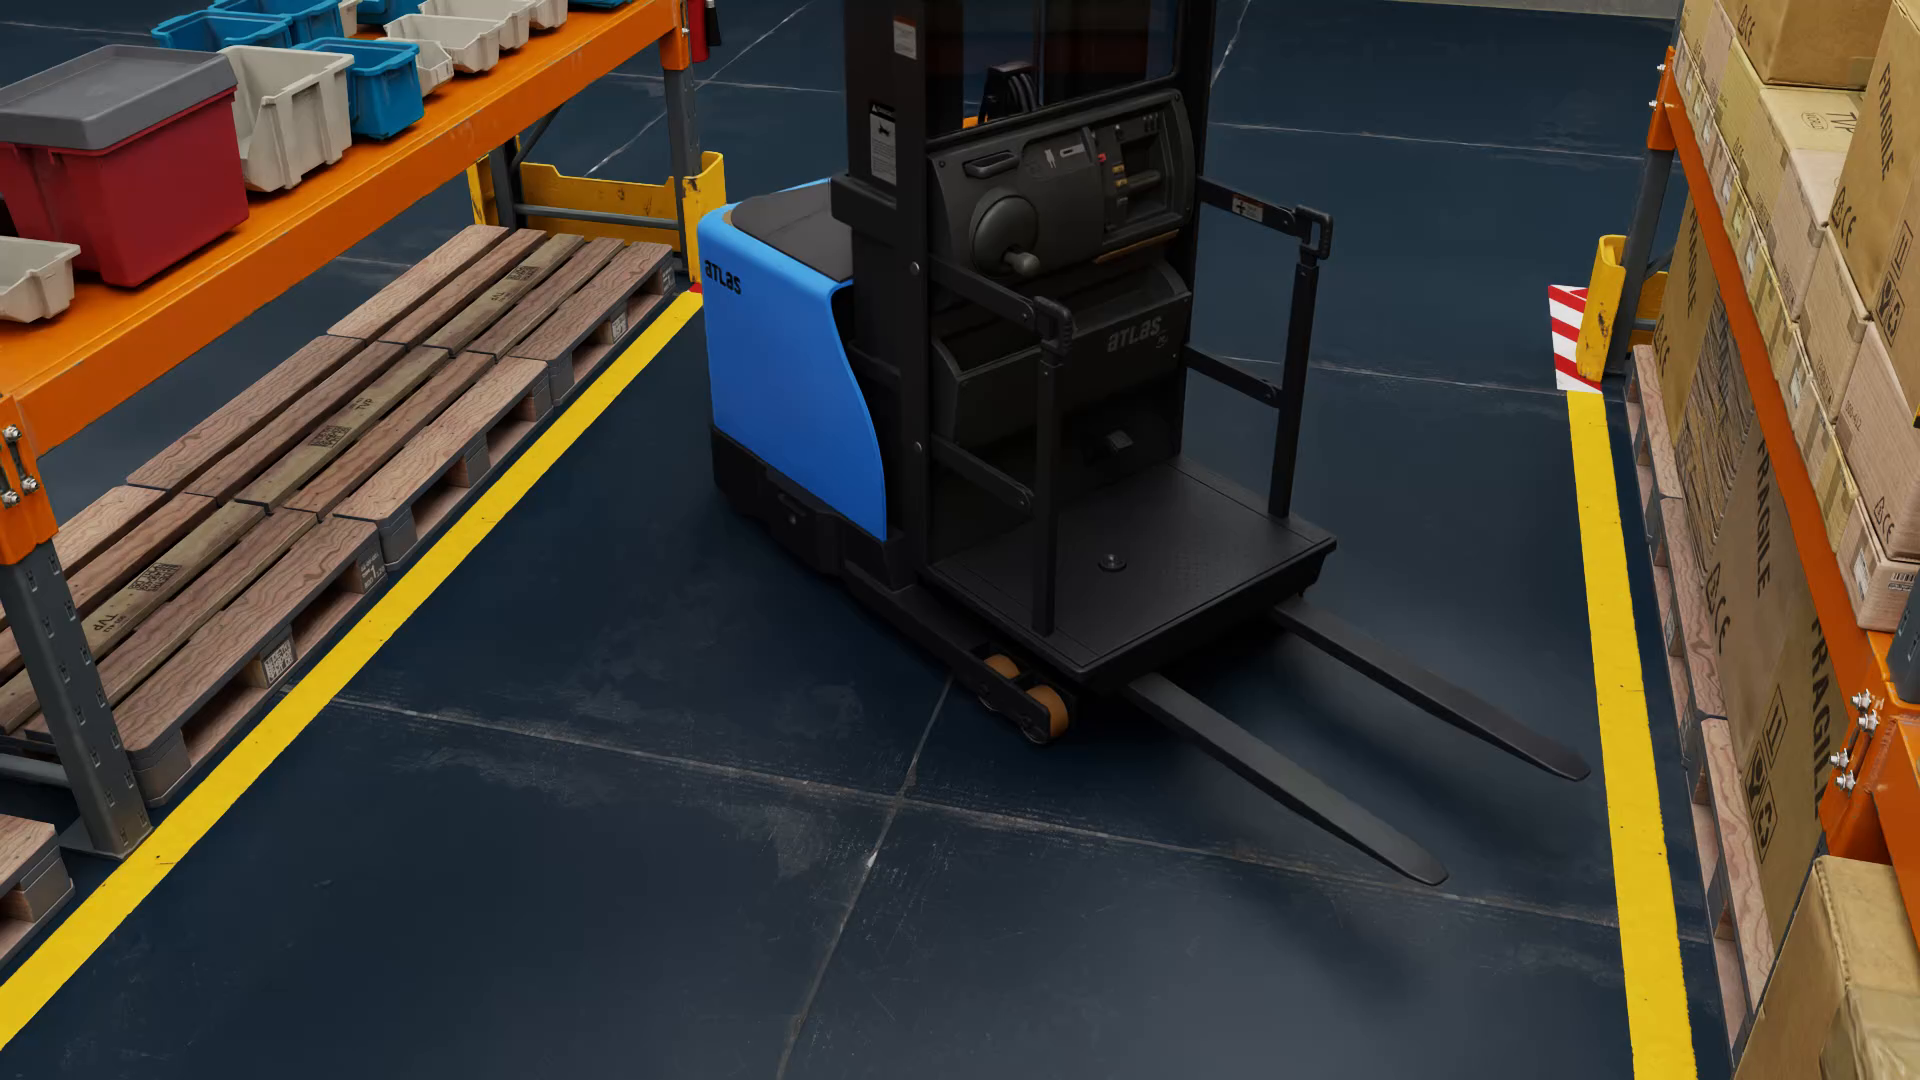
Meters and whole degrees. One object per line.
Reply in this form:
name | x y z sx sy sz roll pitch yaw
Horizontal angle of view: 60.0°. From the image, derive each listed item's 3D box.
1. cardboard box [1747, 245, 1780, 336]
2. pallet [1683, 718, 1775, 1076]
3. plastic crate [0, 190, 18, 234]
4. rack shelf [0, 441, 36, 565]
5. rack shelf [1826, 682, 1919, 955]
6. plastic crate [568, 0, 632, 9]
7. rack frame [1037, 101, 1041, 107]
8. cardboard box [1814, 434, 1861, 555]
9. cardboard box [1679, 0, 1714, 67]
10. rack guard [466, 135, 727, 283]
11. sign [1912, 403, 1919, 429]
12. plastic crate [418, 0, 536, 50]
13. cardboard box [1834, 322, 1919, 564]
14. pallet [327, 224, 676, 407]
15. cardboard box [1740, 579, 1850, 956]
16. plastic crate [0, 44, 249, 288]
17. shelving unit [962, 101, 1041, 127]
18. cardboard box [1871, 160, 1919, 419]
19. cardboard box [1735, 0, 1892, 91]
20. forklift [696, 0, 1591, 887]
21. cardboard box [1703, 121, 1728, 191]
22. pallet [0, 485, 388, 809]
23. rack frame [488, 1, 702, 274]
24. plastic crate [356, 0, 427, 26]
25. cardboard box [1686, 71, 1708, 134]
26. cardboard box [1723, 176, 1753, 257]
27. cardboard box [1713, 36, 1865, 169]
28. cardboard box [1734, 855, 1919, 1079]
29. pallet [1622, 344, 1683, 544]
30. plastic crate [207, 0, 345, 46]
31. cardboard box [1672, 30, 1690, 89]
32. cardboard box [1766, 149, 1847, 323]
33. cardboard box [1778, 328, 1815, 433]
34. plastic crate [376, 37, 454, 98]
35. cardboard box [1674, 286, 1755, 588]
cardboard box | 2.195 -0.602 4.135 0.380 0.149 0.250 7 33 12
pallet | 2.377 0.955 4.051 1.003 0.211 1.213 8 33 12
plastic crate | -2.658 -1.039 4.789 0.437 0.125 0.590 8 33 12
rack shelf | -3.190 0.829 2.320 1.077 0.370 4.000 8 33 12
rack shelf | 1.601 1.504 1.259 1.077 0.370 4.000 8 33 12
plastic crate | -1.571 -2.429 6.686 0.616 0.435 0.499 8 33 12
rack frame | 0.277 -1.219 6.549 0.015 1.200 0.240 -17 36 -25
cardboard box | 1.934 -0.069 3.296 0.380 0.149 0.250 9 33 13
cardboard box | 2.741 -1.763 5.591 0.500 0.250 0.500 7 33 11
rack guard | -1.674 -1.547 7.718 1.175 0.500 0.348 8 33 12
sign | 1.571 -0.311 2.563 0.100 0.325 0.005 8 33 12
plastic crate | -1.786 -1.906 6.142 0.396 0.136 0.243 8 33 12
cardboard box | 1.967 -0.165 3.076 0.500 0.250 0.500 7 33 11
pallet | -1.914 -0.988 7.108 1.003 0.211 1.213 8 33 12
cardboard box | 2.354 0.550 3.678 0.875 0.875 0.875 8 33 12
plastic crate | -2.213 -0.994 4.402 0.402 0.464 0.583 8 33 12
shelving unit | 0.067 -1.153 6.445 0.503 1.200 0.258 -17 36 -25
cardboard box | 1.967 -0.492 2.891 0.500 0.500 0.500 9 34 14
cardboard box | 2.488 -1.551 4.557 0.500 0.500 0.500 7 33 11
forklift | 0.444 -0.953 4.518 1.130 2.935 3.031 -24 39 -32
cardboard box | 2.456 -1.135 4.973 0.380 0.149 0.250 7 33 11
pallet | -2.533 0.278 5.116 1.003 0.211 1.213 8 33 12
rack frame | -1.667 -2.588 7.025 1.000 3.000 0.127 8 33 12
plastic crate | -2.215 -2.118 6.385 0.416 0.233 0.300 8 33 12
cardboard box | 2.586 -1.402 5.394 0.380 0.149 0.250 7 33 11
cardboard box | 2.325 -0.870 4.557 0.380 0.149 0.250 7 33 11
cardboard box | 2.484 -1.233 4.755 0.500 0.250 0.500 7 33 11
cardboard box | 1.966 1.216 2.630 1.225 0.875 0.875 8 33 13
pallet | 2.997 -0.311 6.043 1.003 0.211 1.213 8 33 12
plastic crate | -2.382 -1.776 5.848 0.416 0.233 0.300 8 33 12
cardboard box | 2.714 -1.668 5.812 0.380 0.149 0.250 8 33 13
cardboard box | 2.225 -0.699 3.916 0.500 0.250 0.500 9 33 13
cardboard box | 2.065 -0.335 3.715 0.380 0.149 0.250 9 33 13
plastic crate | -1.891 -1.602 5.663 0.298 0.136 0.250 8 33 12
cardboard box | 2.808 -0.379 5.139 0.875 0.875 0.875 8 33 12
